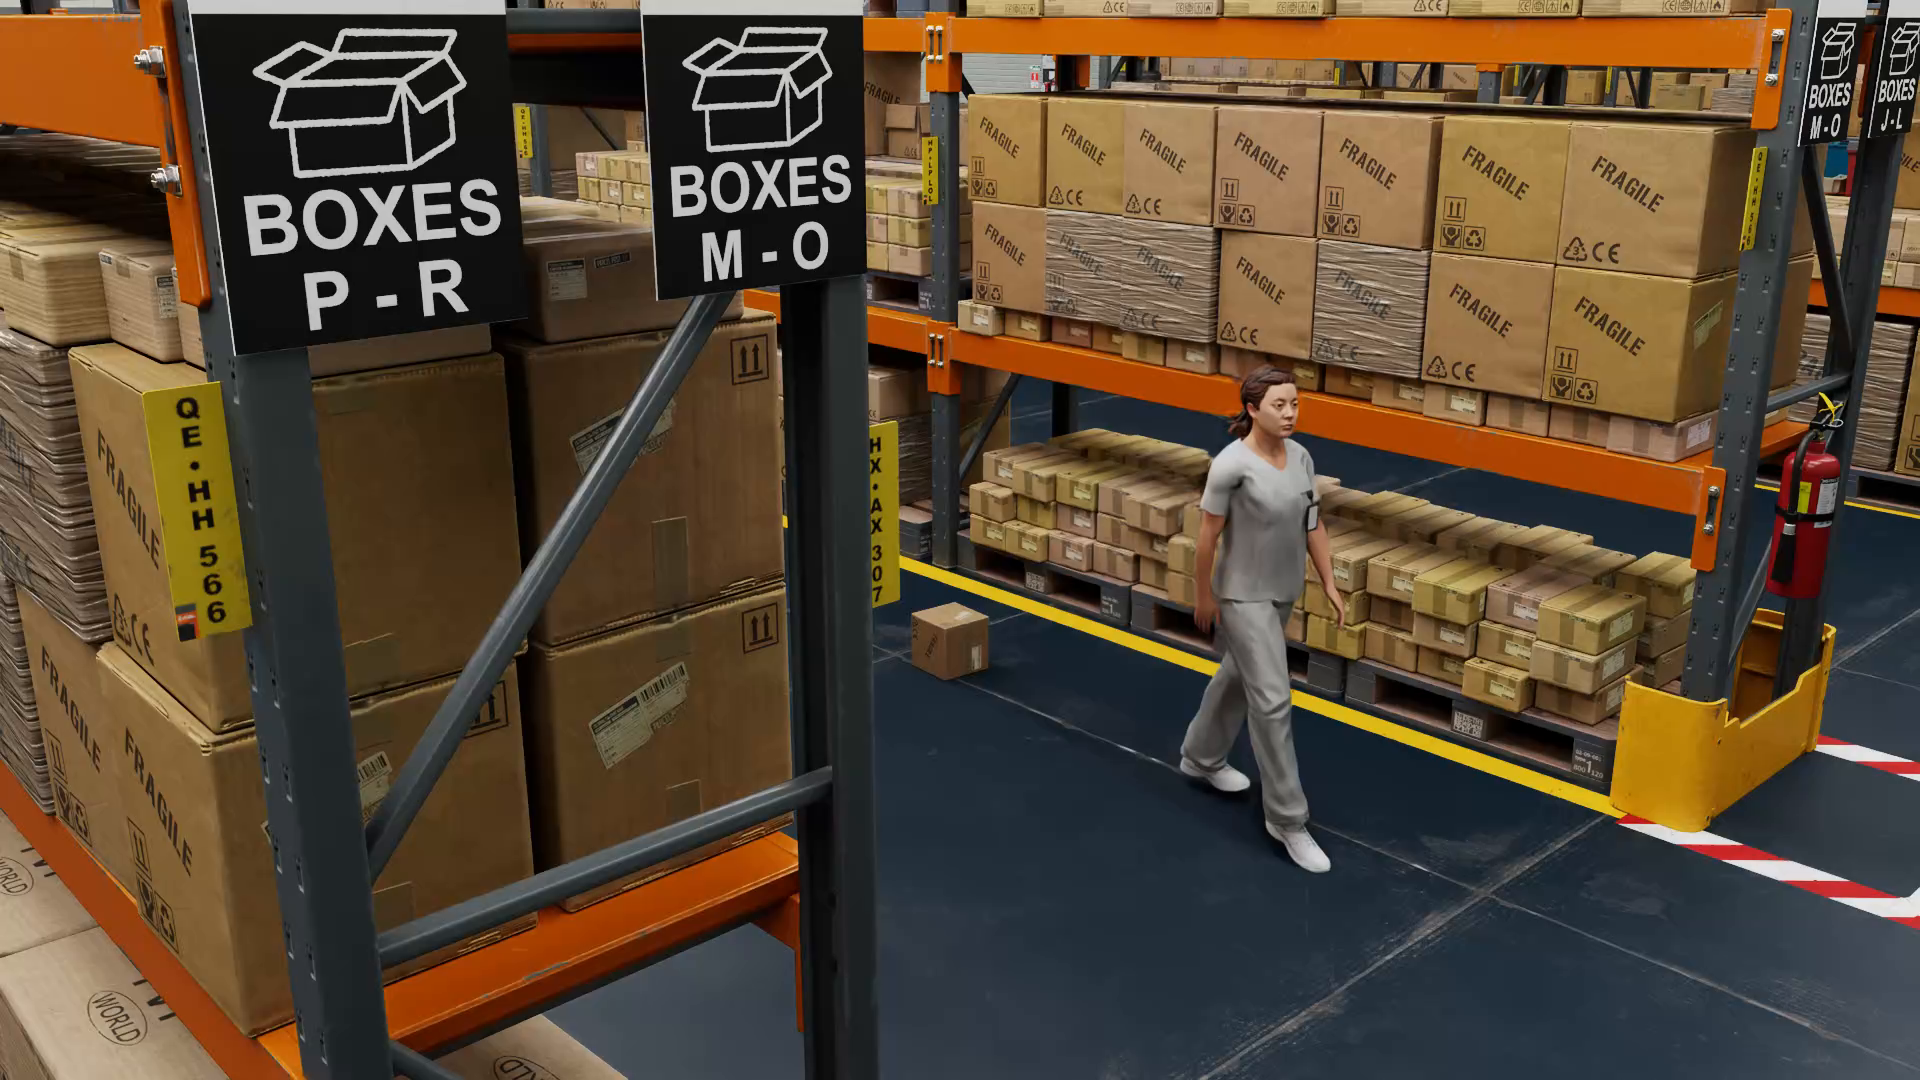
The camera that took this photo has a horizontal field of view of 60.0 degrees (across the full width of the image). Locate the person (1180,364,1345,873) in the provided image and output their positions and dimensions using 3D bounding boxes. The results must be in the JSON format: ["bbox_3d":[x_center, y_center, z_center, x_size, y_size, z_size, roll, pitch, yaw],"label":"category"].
[{"bbox_3d":[1.105,0.224,5.833,0.457,1.672,0.848,-13,21,-35],"label":"person"}]
